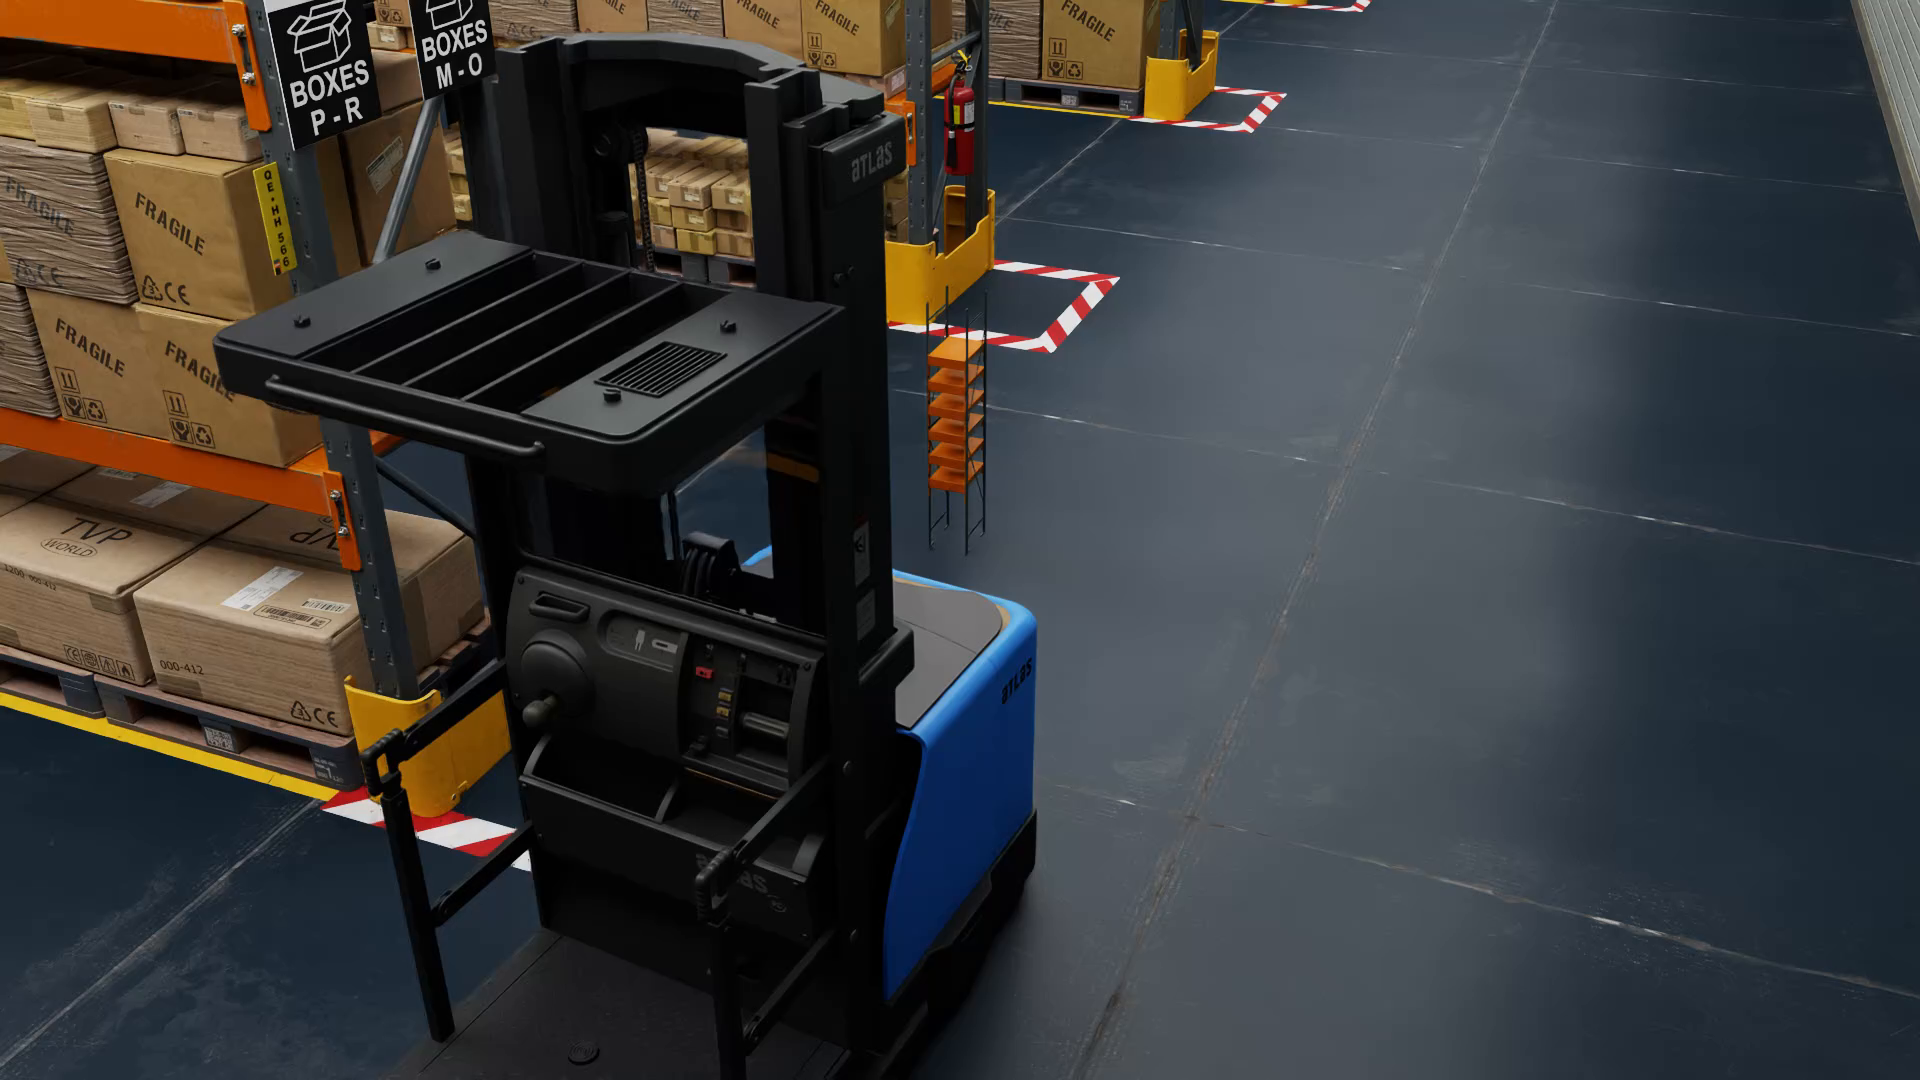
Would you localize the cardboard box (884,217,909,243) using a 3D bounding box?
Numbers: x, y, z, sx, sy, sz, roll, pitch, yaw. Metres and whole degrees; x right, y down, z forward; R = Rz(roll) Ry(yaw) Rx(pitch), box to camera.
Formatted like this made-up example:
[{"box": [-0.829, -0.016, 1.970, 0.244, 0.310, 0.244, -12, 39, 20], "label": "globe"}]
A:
[{"box": [-0.429, -2.059, 10.815, 0.250, 0.149, 0.380, 12, 32, 20], "label": "cardboard box"}]

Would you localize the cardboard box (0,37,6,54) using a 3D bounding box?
[{"box": [-3.478, -1.858, 6.212, 0.250, 0.149, 0.380, 11, 31, 18], "label": "cardboard box"}]

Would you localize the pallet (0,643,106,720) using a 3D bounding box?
[{"box": [-3.729, 0.276, 7.047, 1.213, 0.211, 1.003, 11, 31, 19], "label": "pallet"}]

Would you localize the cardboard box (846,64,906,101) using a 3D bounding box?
[{"box": [-0.473, -2.697, 9.728, 0.250, 0.149, 0.380, 11, 31, 19], "label": "cardboard box"}]

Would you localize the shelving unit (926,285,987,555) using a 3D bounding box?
[{"box": [-0.013, -0.525, 7.459, 0.189, 1.200, 0.258, 11, 31, 19], "label": "shelving unit"}]

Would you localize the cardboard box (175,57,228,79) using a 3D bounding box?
[{"box": [-2.524, -1.668, 5.877, 0.250, 0.149, 0.380, 12, 32, 21], "label": "cardboard box"}]

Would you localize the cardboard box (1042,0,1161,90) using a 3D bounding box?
[{"box": [1.271, -4.457, 14.320, 0.875, 0.875, 0.875, 11, 31, 19], "label": "cardboard box"}]

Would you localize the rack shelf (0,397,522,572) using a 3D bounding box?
[{"box": [-3.685, -0.656, 6.593, 4.000, 0.370, 1.077, 11, 31, 19], "label": "rack shelf"}]

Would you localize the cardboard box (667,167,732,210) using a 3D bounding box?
[{"box": [-1.635, -2.222, 10.498, 0.250, 0.149, 0.380, 12, 32, 21], "label": "cardboard box"}]

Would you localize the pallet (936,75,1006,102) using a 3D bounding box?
[{"box": [-0.003, -4.242, 15.041, 1.213, 0.211, 1.003, 11, 31, 19], "label": "pallet"}]

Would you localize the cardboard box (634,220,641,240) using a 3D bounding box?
[{"box": [-2.064, -2.107, 10.900, 0.250, 0.149, 0.380, 12, 32, 21], "label": "cardboard box"}]

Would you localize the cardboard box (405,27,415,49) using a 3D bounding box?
[{"box": [-3.364, -3.290, 10.777, 0.250, 0.149, 0.380, 12, 32, 21], "label": "cardboard box"}]

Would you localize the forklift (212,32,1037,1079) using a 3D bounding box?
[{"box": [-0.868, 0.402, 4.061, 1.130, 2.935, 3.031, 14, 32, 24], "label": "forklift"}]

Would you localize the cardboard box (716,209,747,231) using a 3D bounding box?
[{"box": [-1.353, -2.105, 10.595, 0.250, 0.149, 0.380, 11, 31, 19], "label": "cardboard box"}]

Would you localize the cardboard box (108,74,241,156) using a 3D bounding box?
[{"box": [-2.484, -1.371, 5.351, 0.250, 0.149, 0.380, 12, 32, 20], "label": "cardboard box"}]

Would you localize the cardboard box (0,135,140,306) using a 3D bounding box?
[{"box": [-2.863, -1.142, 5.604, 0.500, 0.500, 0.500, 11, 31, 19], "label": "cardboard box"}]

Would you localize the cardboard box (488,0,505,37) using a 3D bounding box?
[{"box": [-2.945, -3.493, 10.477, 0.500, 0.500, 0.500, 11, 31, 19], "label": "cardboard box"}]

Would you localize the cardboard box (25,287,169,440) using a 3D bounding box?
[{"box": [-2.838, -0.711, 5.857, 0.500, 0.500, 0.500, 11, 31, 18], "label": "cardboard box"}]

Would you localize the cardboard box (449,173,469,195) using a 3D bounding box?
[{"box": [-3.287, -2.467, 11.235, 0.250, 0.149, 0.380, 12, 31, 19], "label": "cardboard box"}]

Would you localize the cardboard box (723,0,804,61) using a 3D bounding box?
[{"box": [-1.053, -3.111, 9.802, 0.500, 0.500, 0.500, 11, 31, 18], "label": "cardboard box"}]

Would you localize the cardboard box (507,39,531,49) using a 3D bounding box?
[{"box": [-2.638, -3.135, 10.503, 0.250, 0.149, 0.380, 12, 32, 20], "label": "cardboard box"}]

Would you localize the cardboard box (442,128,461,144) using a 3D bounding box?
[{"box": [-3.529, -2.657, 11.269, 0.250, 0.149, 0.380, 13, 32, 21], "label": "cardboard box"}]

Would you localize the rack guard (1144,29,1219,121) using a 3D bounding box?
[{"box": [1.917, -4.025, 14.363, 0.348, 0.500, 1.175, 11, 31, 19], "label": "rack guard"}]

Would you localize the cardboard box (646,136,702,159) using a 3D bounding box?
[{"box": [-1.918, -2.565, 11.105, 0.250, 0.149, 0.380, 11, 31, 19], "label": "cardboard box"}]

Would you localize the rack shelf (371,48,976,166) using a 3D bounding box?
[{"box": [-1.917, -2.932, 10.619, 4.000, 0.370, 1.077, 11, 31, 19], "label": "rack shelf"}]

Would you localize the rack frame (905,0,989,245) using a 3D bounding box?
[{"box": [-0.064, -2.875, 9.788, 0.127, 3.000, 1.000, 11, 31, 19], "label": "rack frame"}]

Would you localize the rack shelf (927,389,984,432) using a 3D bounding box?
[{"box": [-0.013, -0.591, 7.422, 0.180, 0.103, 0.258, 11, 31, 19], "label": "rack shelf"}]

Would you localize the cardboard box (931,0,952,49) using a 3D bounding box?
[{"box": [-0.376, -3.257, 10.060, 0.500, 0.500, 0.500, 13, 32, 21], "label": "cardboard box"}]

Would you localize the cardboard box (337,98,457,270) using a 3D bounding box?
[{"box": [-2.169, -1.296, 5.878, 0.500, 0.500, 0.500, 11, 31, 18], "label": "cardboard box"}]

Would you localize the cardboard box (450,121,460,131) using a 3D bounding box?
[{"box": [-3.343, -2.868, 11.642, 0.250, 0.149, 0.380, 12, 32, 21], "label": "cardboard box"}]

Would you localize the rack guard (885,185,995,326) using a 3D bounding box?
[{"box": [-0.135, -1.801, 10.427, 0.348, 0.500, 1.175, 11, 31, 19], "label": "rack guard"}]

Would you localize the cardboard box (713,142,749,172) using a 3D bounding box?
[{"box": [-1.422, -2.492, 10.977, 0.250, 0.149, 0.380, 13, 32, 21], "label": "cardboard box"}]

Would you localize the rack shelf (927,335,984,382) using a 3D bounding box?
[{"box": [-0.013, -0.800, 7.304, 0.180, 0.103, 0.258, 11, 31, 19], "label": "rack shelf"}]

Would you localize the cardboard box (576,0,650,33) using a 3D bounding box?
[{"box": [-1.984, -3.298, 10.132, 0.500, 0.500, 0.500, 13, 32, 22], "label": "cardboard box"}]

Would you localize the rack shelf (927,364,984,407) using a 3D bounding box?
[{"box": [-0.013, -0.695, 7.363, 0.180, 0.103, 0.258, 11, 31, 19], "label": "rack shelf"}]

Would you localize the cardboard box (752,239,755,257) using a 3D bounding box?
[{"box": [-1.119, -1.908, 10.548, 0.250, 0.149, 0.380, 11, 31, 19], "label": "cardboard box"}]

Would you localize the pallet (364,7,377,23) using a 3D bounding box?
[{"box": [-4.424, -3.739, 11.511, 1.213, 0.211, 1.003, 11, 31, 19], "label": "pallet"}]

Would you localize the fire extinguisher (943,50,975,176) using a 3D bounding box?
[{"box": [-0.004, -2.422, 9.444, 0.183, 0.674, 0.296, 11, 31, 19], "label": "fire extinguisher"}]

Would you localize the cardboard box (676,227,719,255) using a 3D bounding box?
[{"box": [-1.613, -1.967, 10.651, 0.250, 0.149, 0.380, 10, 31, 17], "label": "cardboard box"}]

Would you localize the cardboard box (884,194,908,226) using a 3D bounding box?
[{"box": [-0.453, -2.160, 10.691, 0.250, 0.149, 0.380, 13, 32, 21], "label": "cardboard box"}]

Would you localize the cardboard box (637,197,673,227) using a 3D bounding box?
[{"box": [-1.858, -2.155, 10.682, 0.250, 0.149, 0.380, 13, 32, 22], "label": "cardboard box"}]

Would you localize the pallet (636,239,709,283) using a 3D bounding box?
[{"box": [-2.001, -2.068, 11.194, 1.213, 0.211, 1.003, 11, 31, 19], "label": "pallet"}]

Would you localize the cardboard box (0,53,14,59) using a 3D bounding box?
[{"box": [-3.443, -1.546, 5.660, 0.250, 0.149, 0.380, 12, 32, 20], "label": "cardboard box"}]

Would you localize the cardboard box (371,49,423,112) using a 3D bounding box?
[{"box": [-2.057, -1.552, 5.671, 0.250, 0.149, 0.380, 12, 32, 20], "label": "cardboard box"}]

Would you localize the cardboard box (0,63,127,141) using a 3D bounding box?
[{"box": [-2.973, -1.446, 5.483, 0.250, 0.149, 0.380, 12, 32, 20], "label": "cardboard box"}]

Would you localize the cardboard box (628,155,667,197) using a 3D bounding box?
[{"box": [-2.091, -2.356, 10.737, 0.250, 0.149, 0.380, 11, 31, 19], "label": "cardboard box"}]

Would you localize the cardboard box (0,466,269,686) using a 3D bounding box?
[{"box": [-3.332, 0.092, 6.717, 0.875, 0.438, 0.875, 12, 32, 20], "label": "cardboard box"}]

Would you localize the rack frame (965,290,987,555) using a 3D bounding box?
[{"box": [0.071, -0.508, 7.430, 0.006, 1.200, 0.240, 11, 31, 19], "label": "rack frame"}]

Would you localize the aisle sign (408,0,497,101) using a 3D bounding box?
[{"box": [-1.656, -1.850, 5.332, 0.004, 0.787, 0.394, 11, 31, 19], "label": "aisle sign"}]

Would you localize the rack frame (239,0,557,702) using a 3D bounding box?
[{"box": [-1.832, -0.599, 5.761, 0.127, 3.000, 1.000, 11, 31, 19], "label": "rack frame"}]

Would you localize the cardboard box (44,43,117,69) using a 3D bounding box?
[{"box": [-3.038, -1.733, 5.991, 0.250, 0.149, 0.380, 12, 31, 20], "label": "cardboard box"}]

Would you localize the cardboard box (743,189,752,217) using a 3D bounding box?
[{"box": [-1.149, -2.120, 10.319, 0.250, 0.149, 0.380, 11, 31, 18], "label": "cardboard box"}]

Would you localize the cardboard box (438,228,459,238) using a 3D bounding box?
[{"box": [-2.168, -0.862, 6.125, 0.500, 0.500, 0.500, 11, 31, 19], "label": "cardboard box"}]
